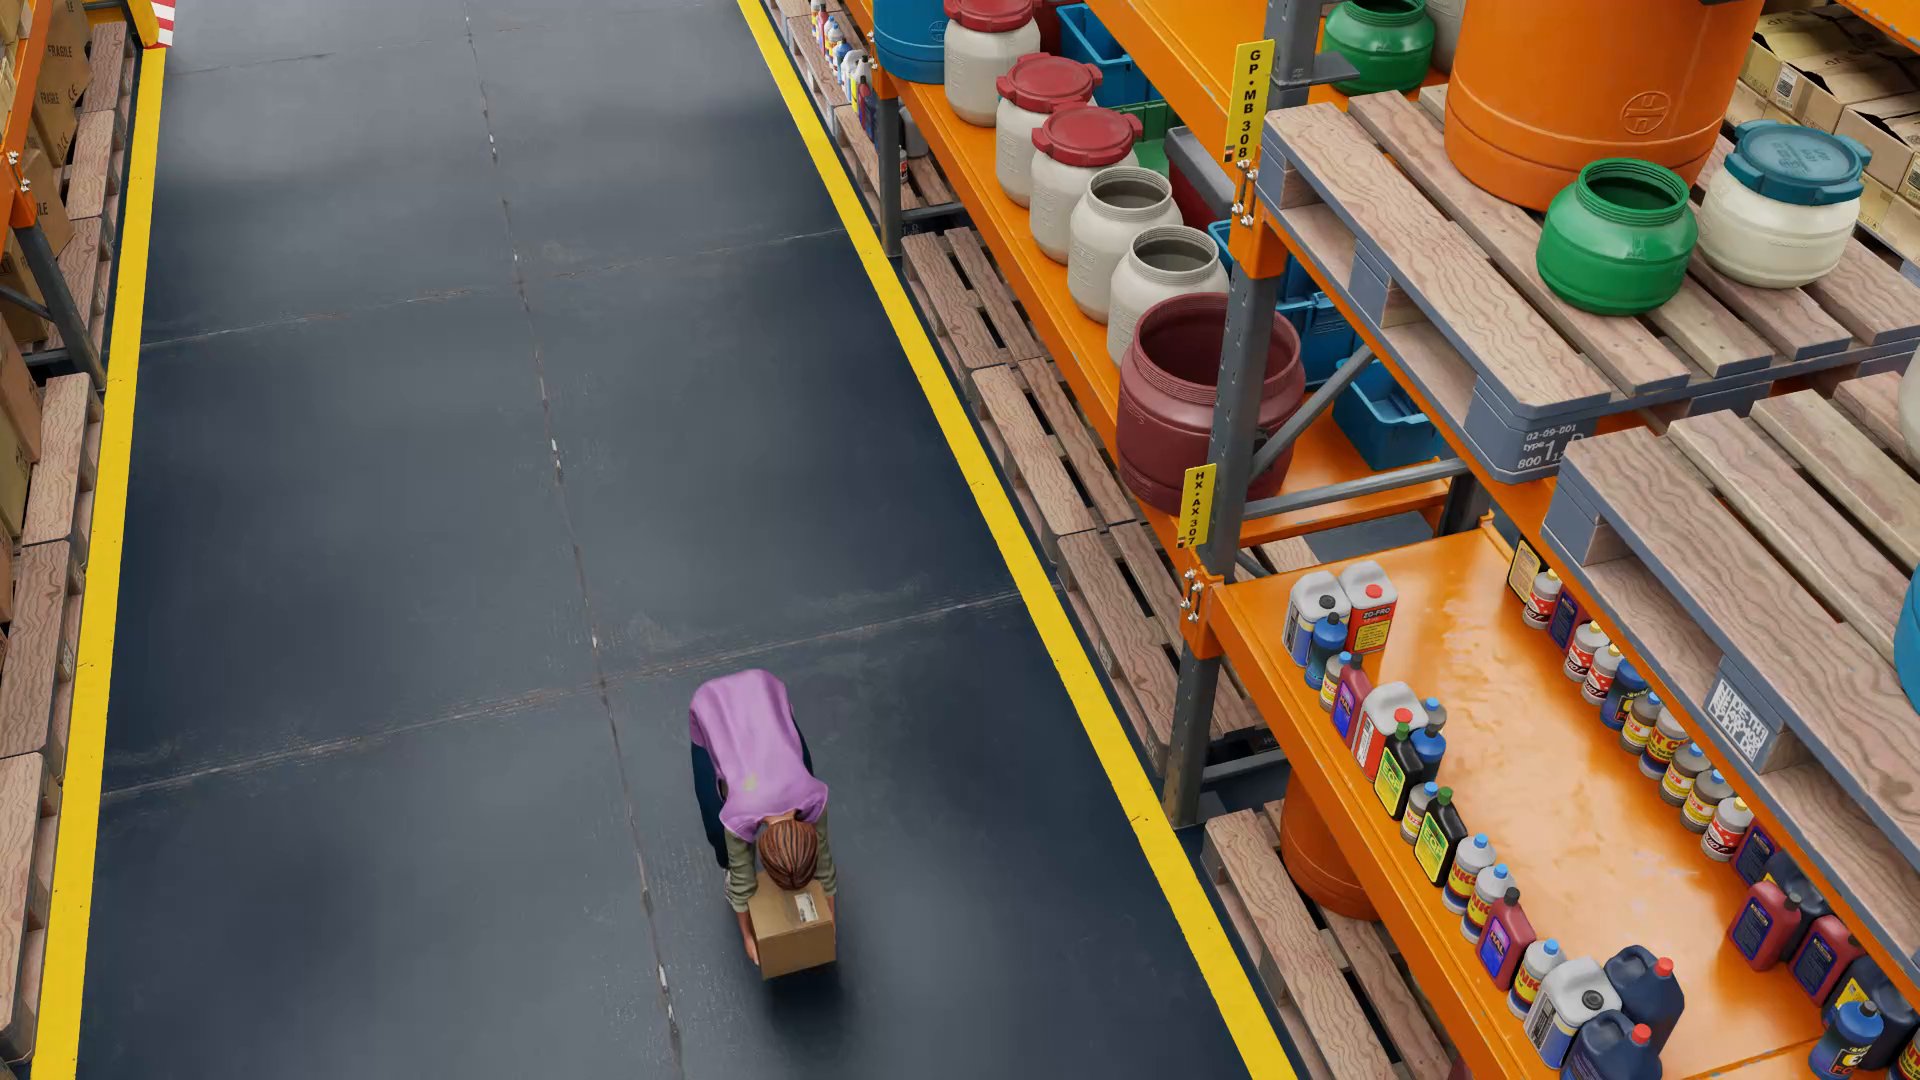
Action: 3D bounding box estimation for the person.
[{"bbox_3d":[-0.638,0.979,5.574,0.406,0.969,0.870,-14,45,-14],"label":"person"}]
